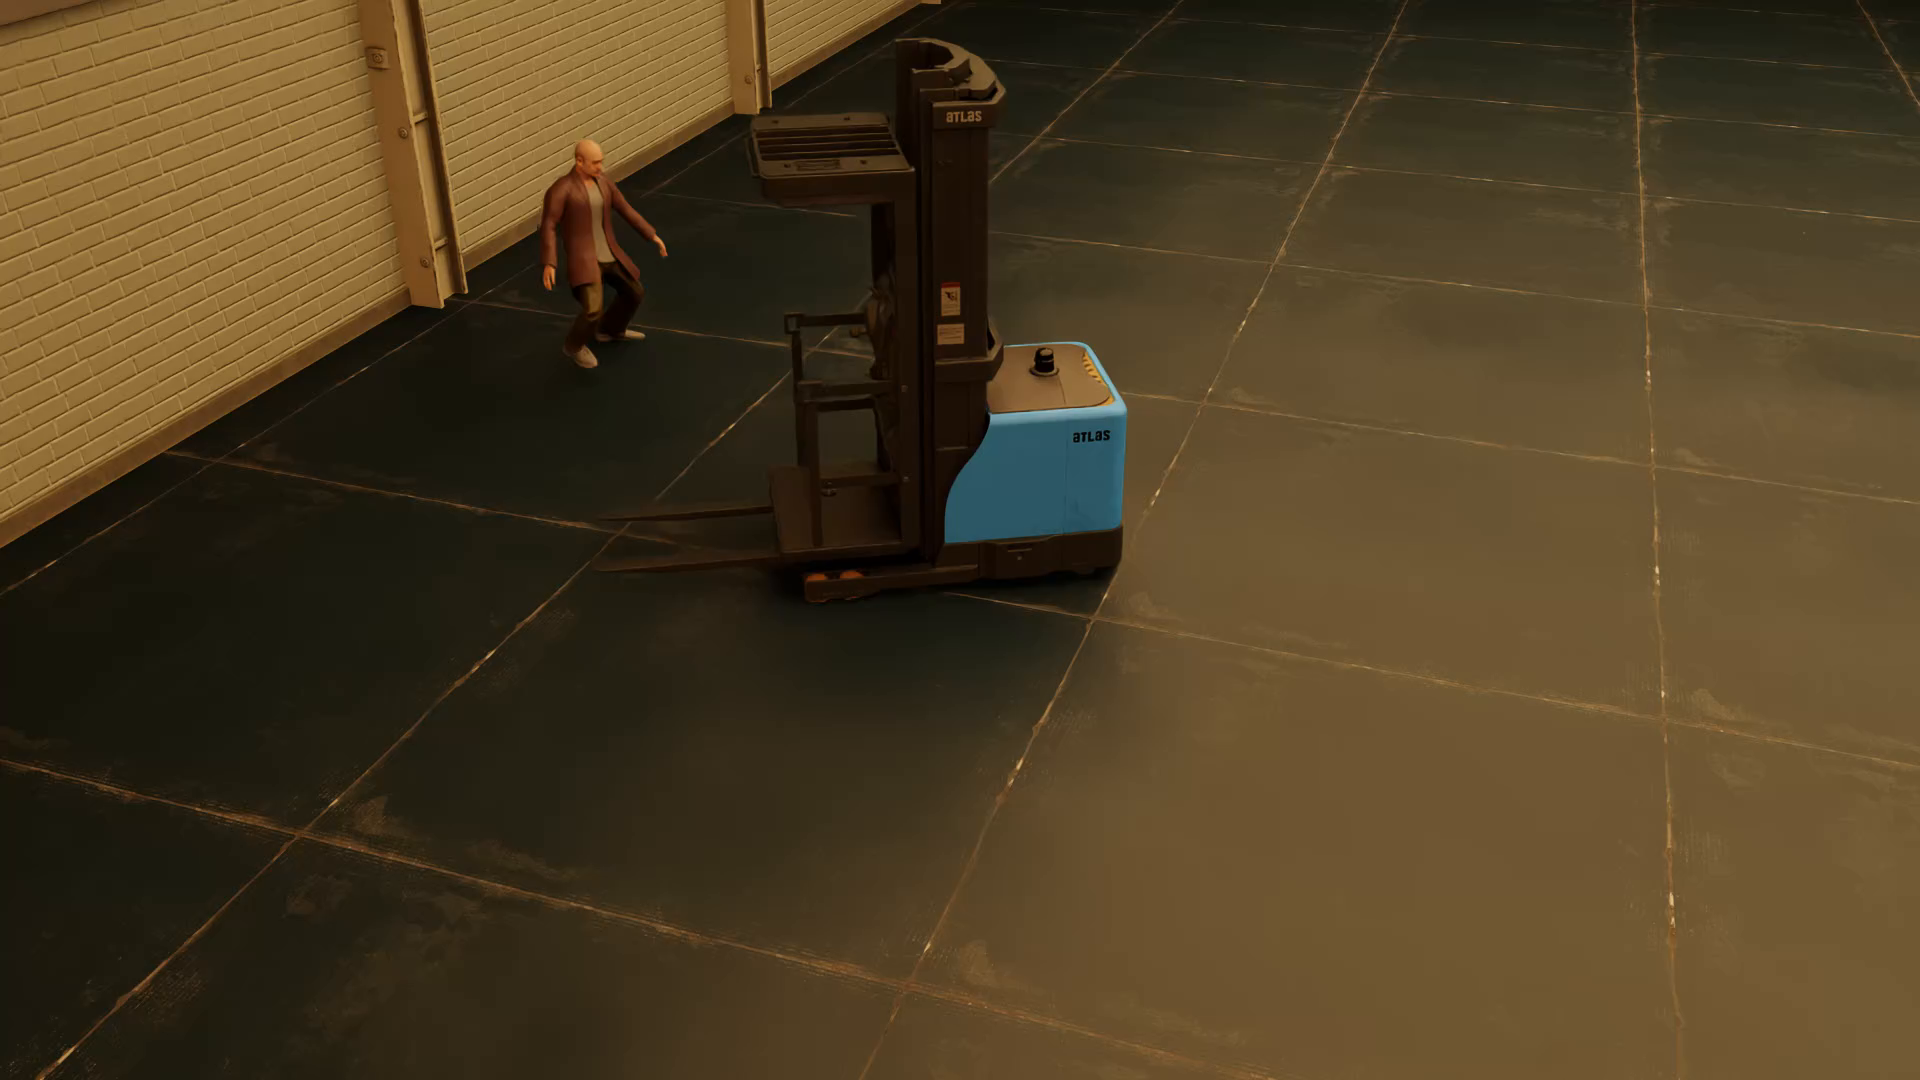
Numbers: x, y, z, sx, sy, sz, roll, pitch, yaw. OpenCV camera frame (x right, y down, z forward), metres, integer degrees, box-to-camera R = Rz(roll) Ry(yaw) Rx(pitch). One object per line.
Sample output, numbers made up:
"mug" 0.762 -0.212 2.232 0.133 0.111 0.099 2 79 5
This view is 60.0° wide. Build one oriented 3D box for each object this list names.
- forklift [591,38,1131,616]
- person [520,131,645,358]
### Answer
"forklift" -0.591 -1.142 9.140 3.031 2.935 1.130 -10 31 -17
"person" -2.754 -2.127 12.140 0.942 1.684 0.574 -25 38 -37
